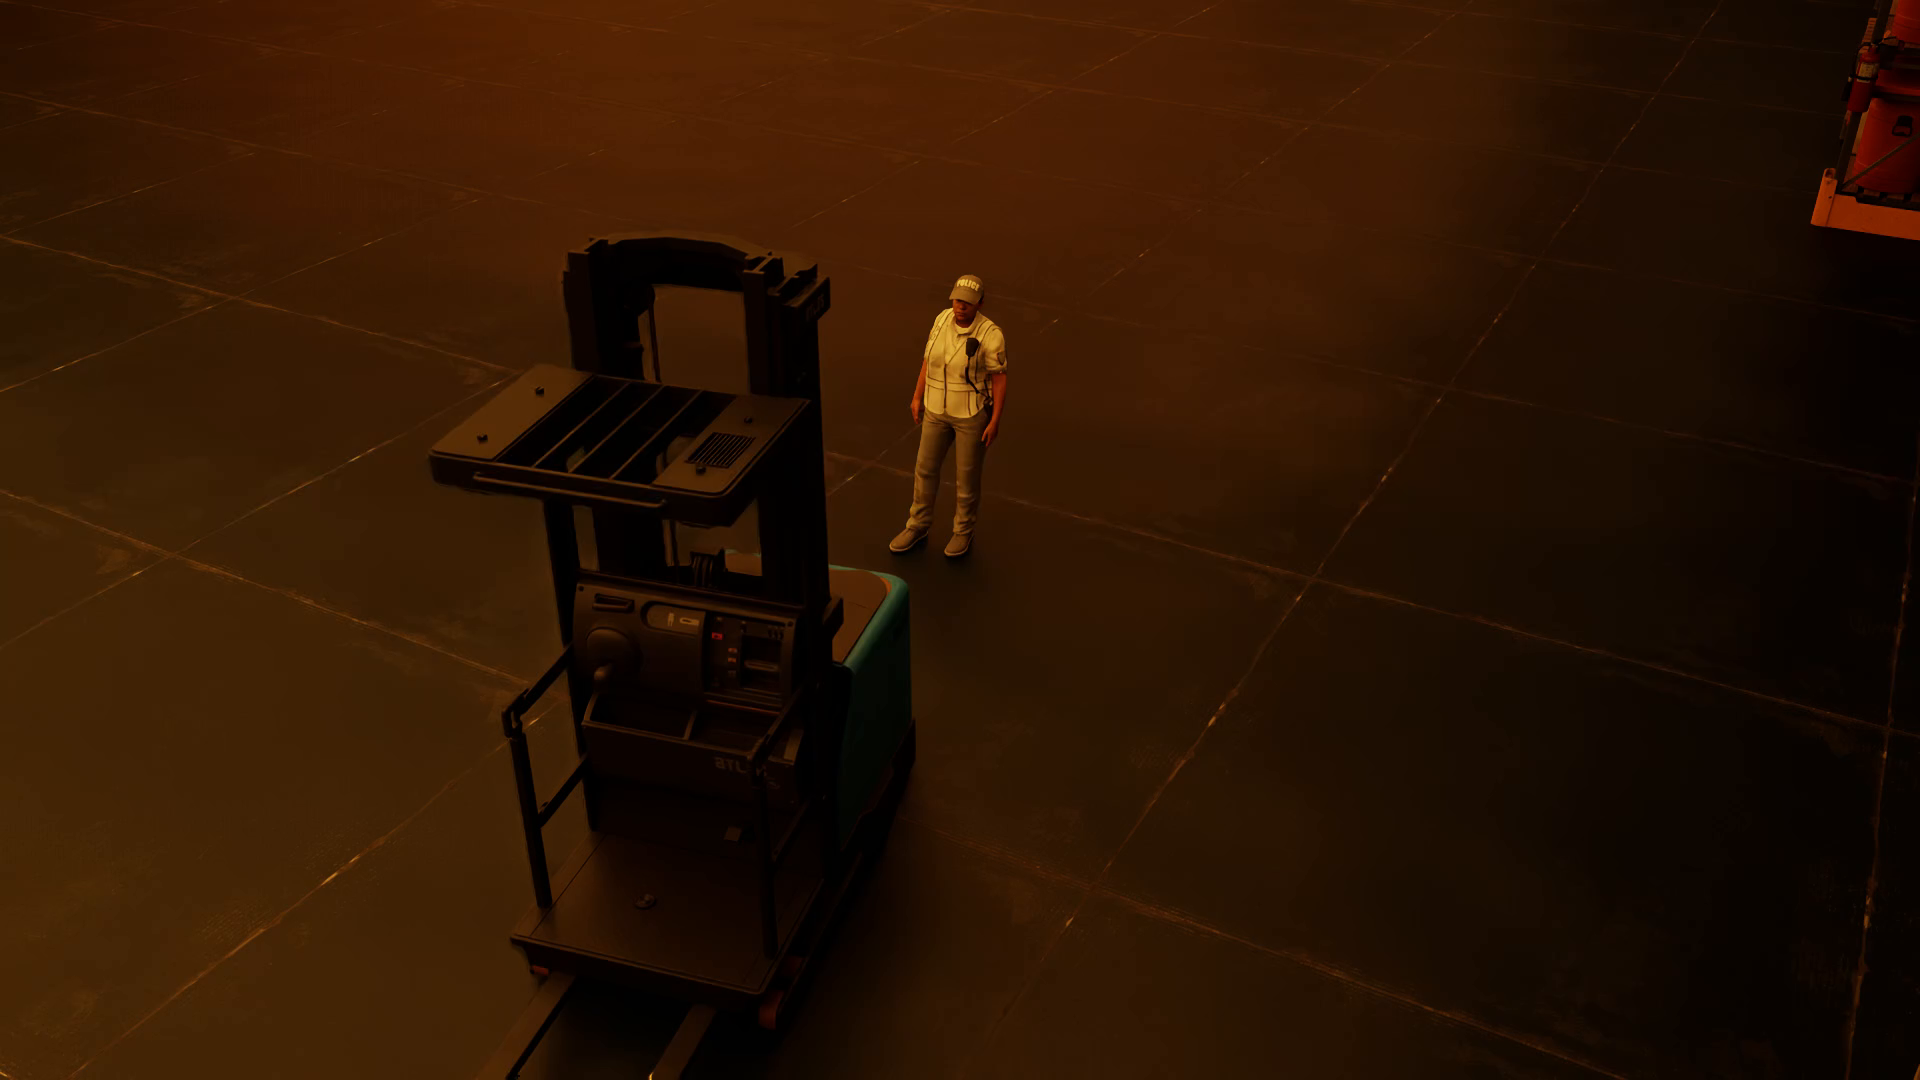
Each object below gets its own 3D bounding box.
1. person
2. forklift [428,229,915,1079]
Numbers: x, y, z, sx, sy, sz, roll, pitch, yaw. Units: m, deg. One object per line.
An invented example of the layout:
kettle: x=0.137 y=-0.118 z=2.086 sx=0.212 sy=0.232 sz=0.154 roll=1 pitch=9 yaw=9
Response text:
person: x=-0.057 y=-0.701 z=9.534 sx=0.598 sy=1.670 sz=0.529 roll=15 pitch=33 yaw=25
forklift: x=-1.132 y=0.459 z=6.275 sx=1.130 sy=2.935 sz=3.031 roll=9 pitch=31 yaw=15
